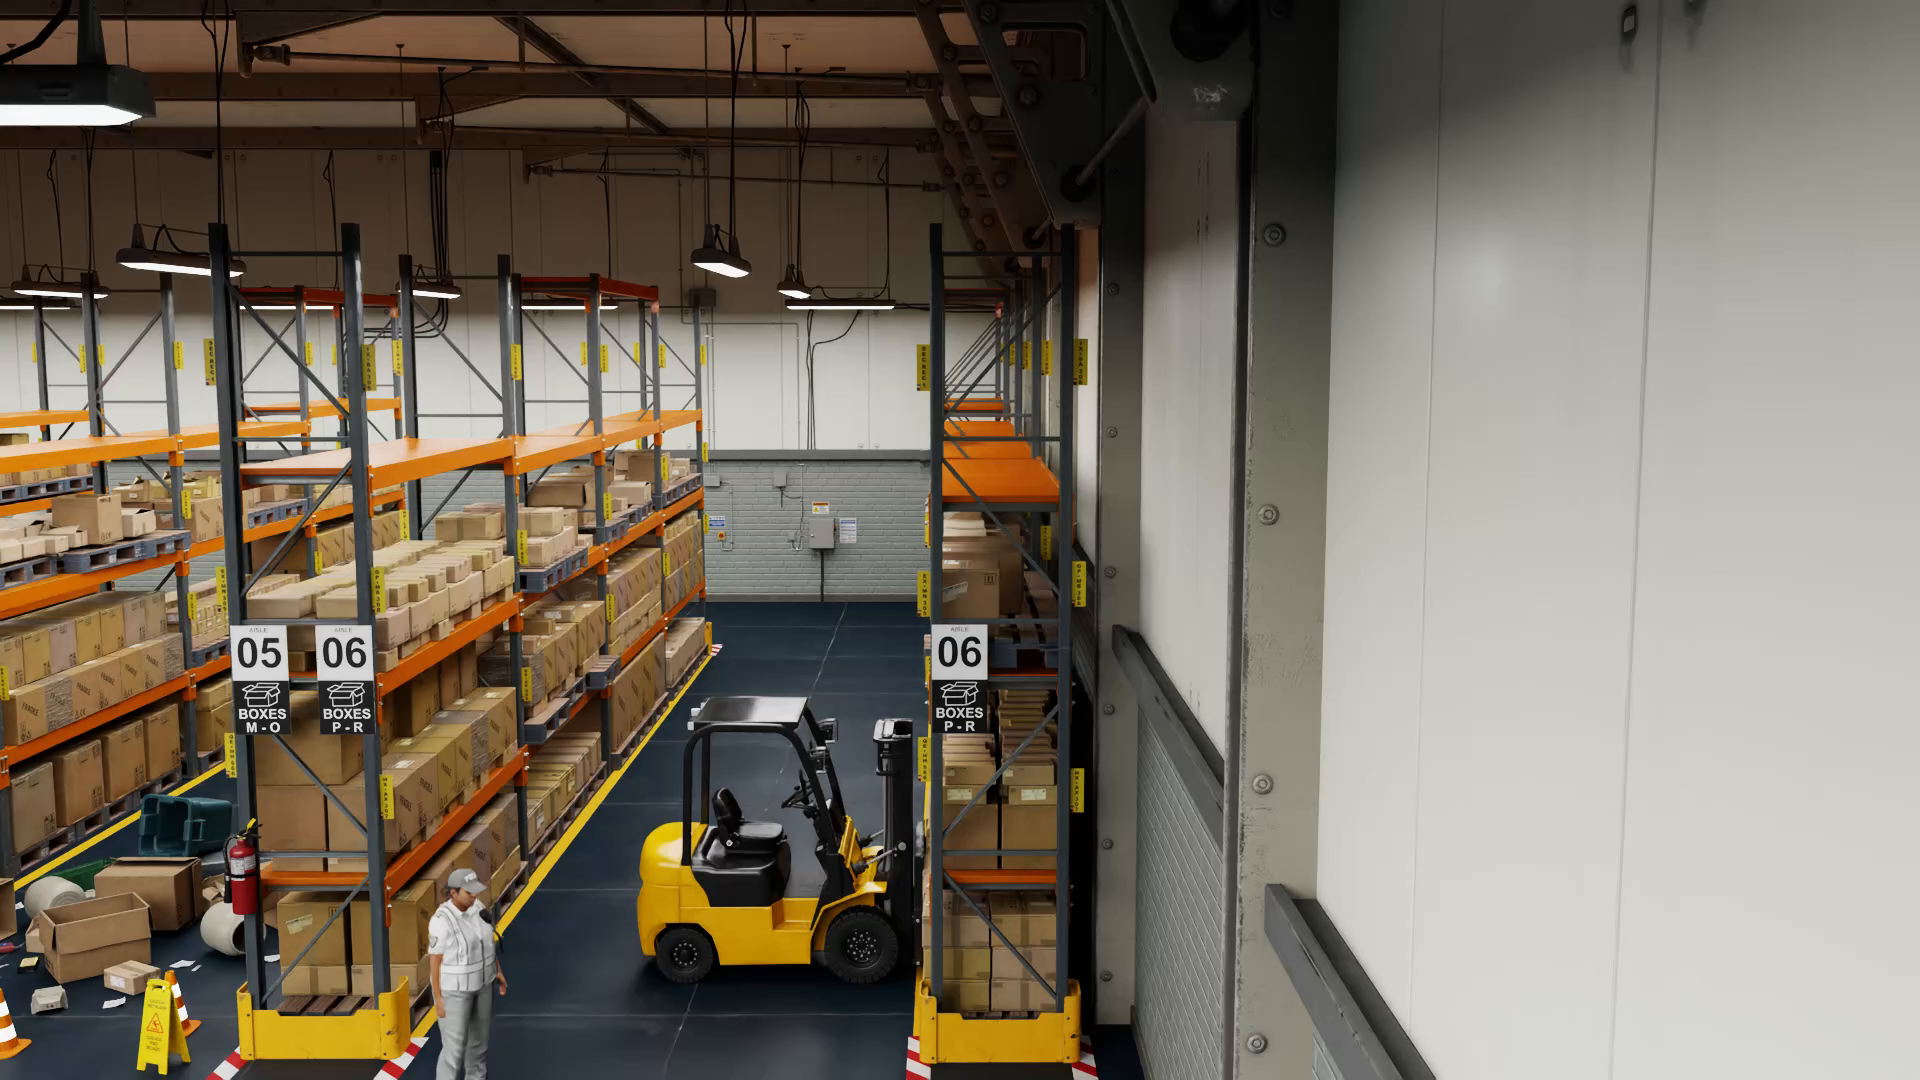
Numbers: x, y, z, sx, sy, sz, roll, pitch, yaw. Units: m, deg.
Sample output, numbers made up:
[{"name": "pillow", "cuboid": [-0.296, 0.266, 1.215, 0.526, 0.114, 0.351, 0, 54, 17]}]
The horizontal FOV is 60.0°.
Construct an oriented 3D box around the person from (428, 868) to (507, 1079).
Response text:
[{"name": "person", "cuboid": [-3.375, 3.072, 11.274, 0.396, 1.732, 0.581, 3, 7, 26]}]
